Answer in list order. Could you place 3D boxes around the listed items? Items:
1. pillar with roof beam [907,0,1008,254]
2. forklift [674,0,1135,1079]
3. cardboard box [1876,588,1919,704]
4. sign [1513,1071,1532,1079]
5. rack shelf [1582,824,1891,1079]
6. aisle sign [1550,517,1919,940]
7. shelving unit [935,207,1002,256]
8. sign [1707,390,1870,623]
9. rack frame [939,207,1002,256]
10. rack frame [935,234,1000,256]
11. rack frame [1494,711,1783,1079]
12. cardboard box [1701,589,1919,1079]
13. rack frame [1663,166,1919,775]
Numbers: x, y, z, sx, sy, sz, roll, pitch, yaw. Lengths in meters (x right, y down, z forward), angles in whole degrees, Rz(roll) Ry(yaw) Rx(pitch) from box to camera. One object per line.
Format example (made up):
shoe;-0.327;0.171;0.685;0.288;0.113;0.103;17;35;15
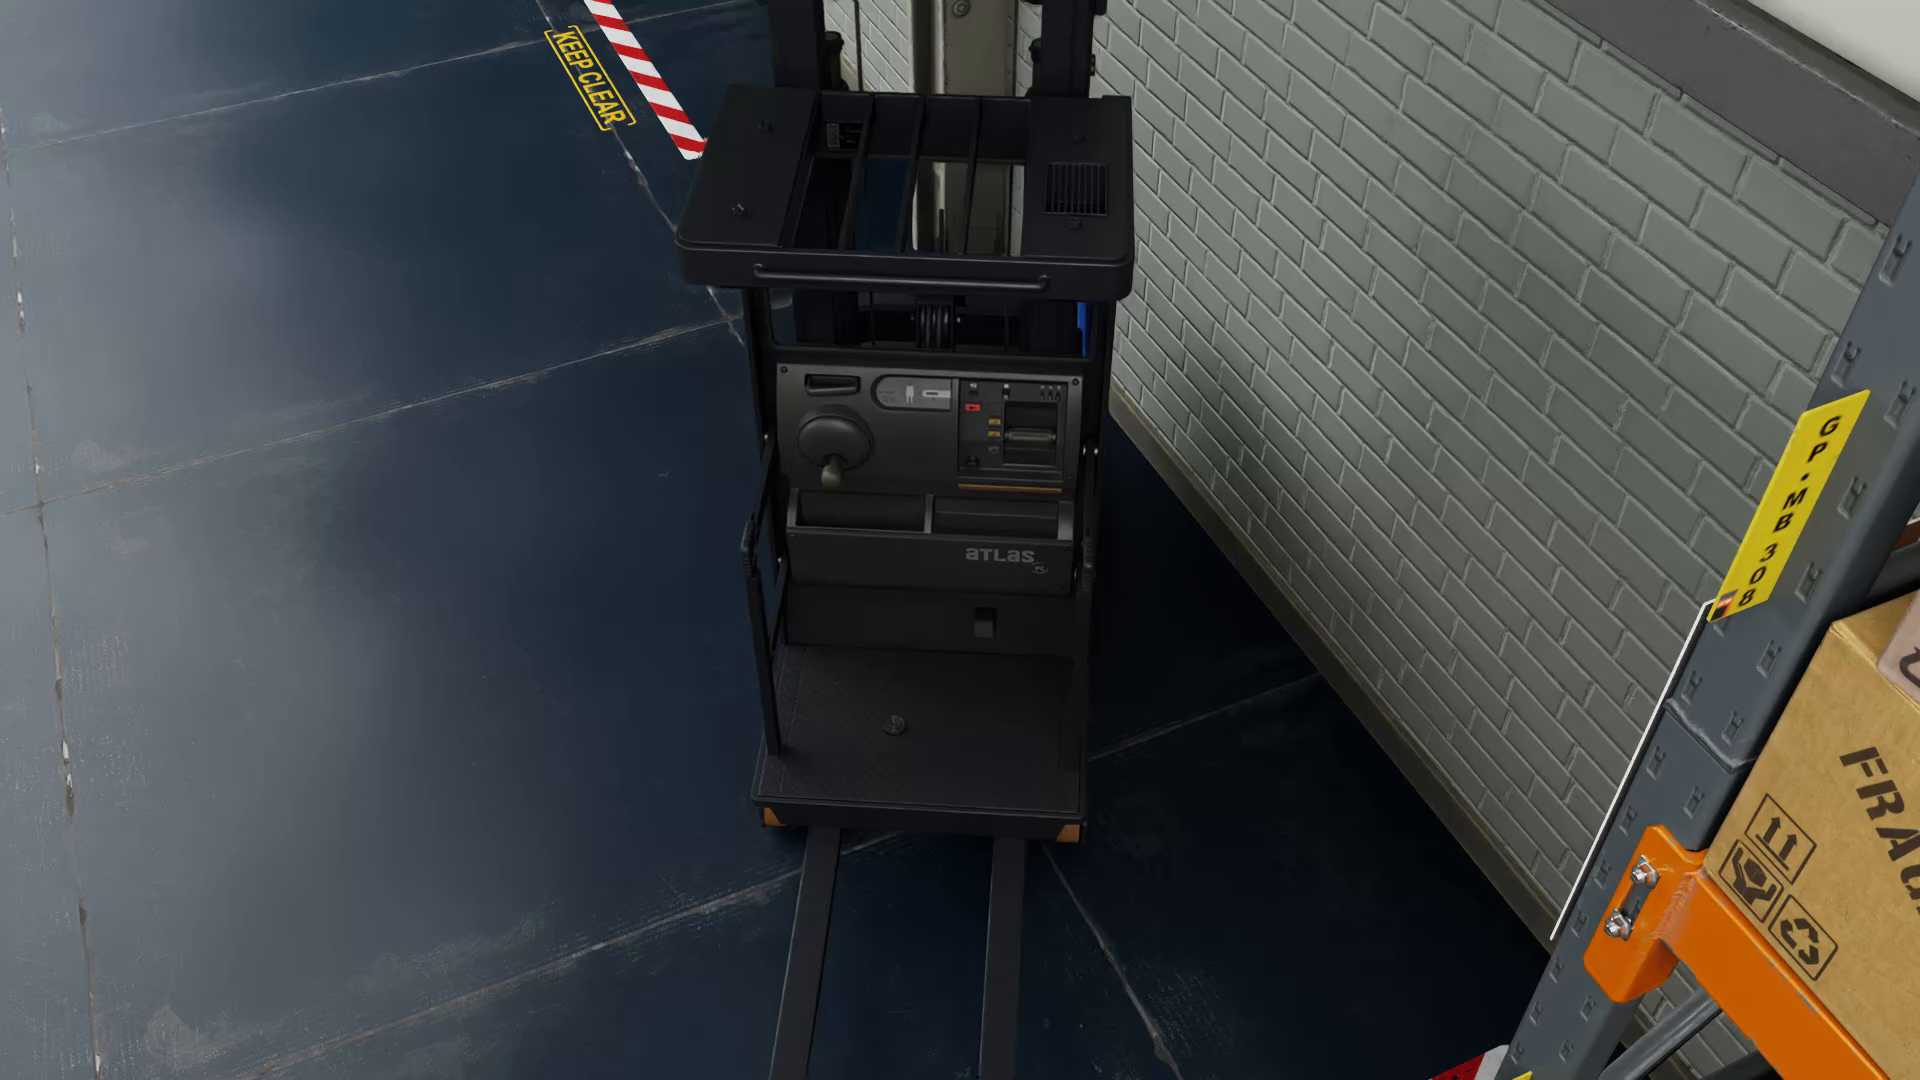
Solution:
pillar with roof beam;-3.919;-3.311;3.698;9.100;9.000;0.400;-18;47;-17
forklift;-0.107;-0.254;4.921;1.130;2.935;3.031;3;45;3
cardboard box;1.372;0.037;1.644;0.500;0.500;0.500;-21;48;-20
sign;0.938;1.039;2.945;0.100;0.325;0.005;-18;47;-17
rack shelf;2.272;1.649;1.319;1.077;0.370;4.000;-18;47;-17
aisle sign;1.128;0.304;2.456;0.394;0.787;0.004;-18;47;-17
shelving unit;0.034;-0.768;6.674;0.258;1.200;0.189;3;45;3
sign;0.938;-0.032;1.889;0.100;0.325;0.005;-18;47;-17
rack frame;0.040;-0.832;6.739;0.240;1.200;0.006;3;45;3
rack frame;0.028;-0.704;6.609;0.240;1.200;0.006;3;45;3
rack frame;1.431;1.186;3.412;1.000;3.000;0.127;-18;47;-17
cardboard box;1.344;0.363;2.025;0.500;0.500;0.500;-17;47;-16
rack frame;1.431;-0.949;1.305;1.000;3.000;0.127;-18;47;-17
